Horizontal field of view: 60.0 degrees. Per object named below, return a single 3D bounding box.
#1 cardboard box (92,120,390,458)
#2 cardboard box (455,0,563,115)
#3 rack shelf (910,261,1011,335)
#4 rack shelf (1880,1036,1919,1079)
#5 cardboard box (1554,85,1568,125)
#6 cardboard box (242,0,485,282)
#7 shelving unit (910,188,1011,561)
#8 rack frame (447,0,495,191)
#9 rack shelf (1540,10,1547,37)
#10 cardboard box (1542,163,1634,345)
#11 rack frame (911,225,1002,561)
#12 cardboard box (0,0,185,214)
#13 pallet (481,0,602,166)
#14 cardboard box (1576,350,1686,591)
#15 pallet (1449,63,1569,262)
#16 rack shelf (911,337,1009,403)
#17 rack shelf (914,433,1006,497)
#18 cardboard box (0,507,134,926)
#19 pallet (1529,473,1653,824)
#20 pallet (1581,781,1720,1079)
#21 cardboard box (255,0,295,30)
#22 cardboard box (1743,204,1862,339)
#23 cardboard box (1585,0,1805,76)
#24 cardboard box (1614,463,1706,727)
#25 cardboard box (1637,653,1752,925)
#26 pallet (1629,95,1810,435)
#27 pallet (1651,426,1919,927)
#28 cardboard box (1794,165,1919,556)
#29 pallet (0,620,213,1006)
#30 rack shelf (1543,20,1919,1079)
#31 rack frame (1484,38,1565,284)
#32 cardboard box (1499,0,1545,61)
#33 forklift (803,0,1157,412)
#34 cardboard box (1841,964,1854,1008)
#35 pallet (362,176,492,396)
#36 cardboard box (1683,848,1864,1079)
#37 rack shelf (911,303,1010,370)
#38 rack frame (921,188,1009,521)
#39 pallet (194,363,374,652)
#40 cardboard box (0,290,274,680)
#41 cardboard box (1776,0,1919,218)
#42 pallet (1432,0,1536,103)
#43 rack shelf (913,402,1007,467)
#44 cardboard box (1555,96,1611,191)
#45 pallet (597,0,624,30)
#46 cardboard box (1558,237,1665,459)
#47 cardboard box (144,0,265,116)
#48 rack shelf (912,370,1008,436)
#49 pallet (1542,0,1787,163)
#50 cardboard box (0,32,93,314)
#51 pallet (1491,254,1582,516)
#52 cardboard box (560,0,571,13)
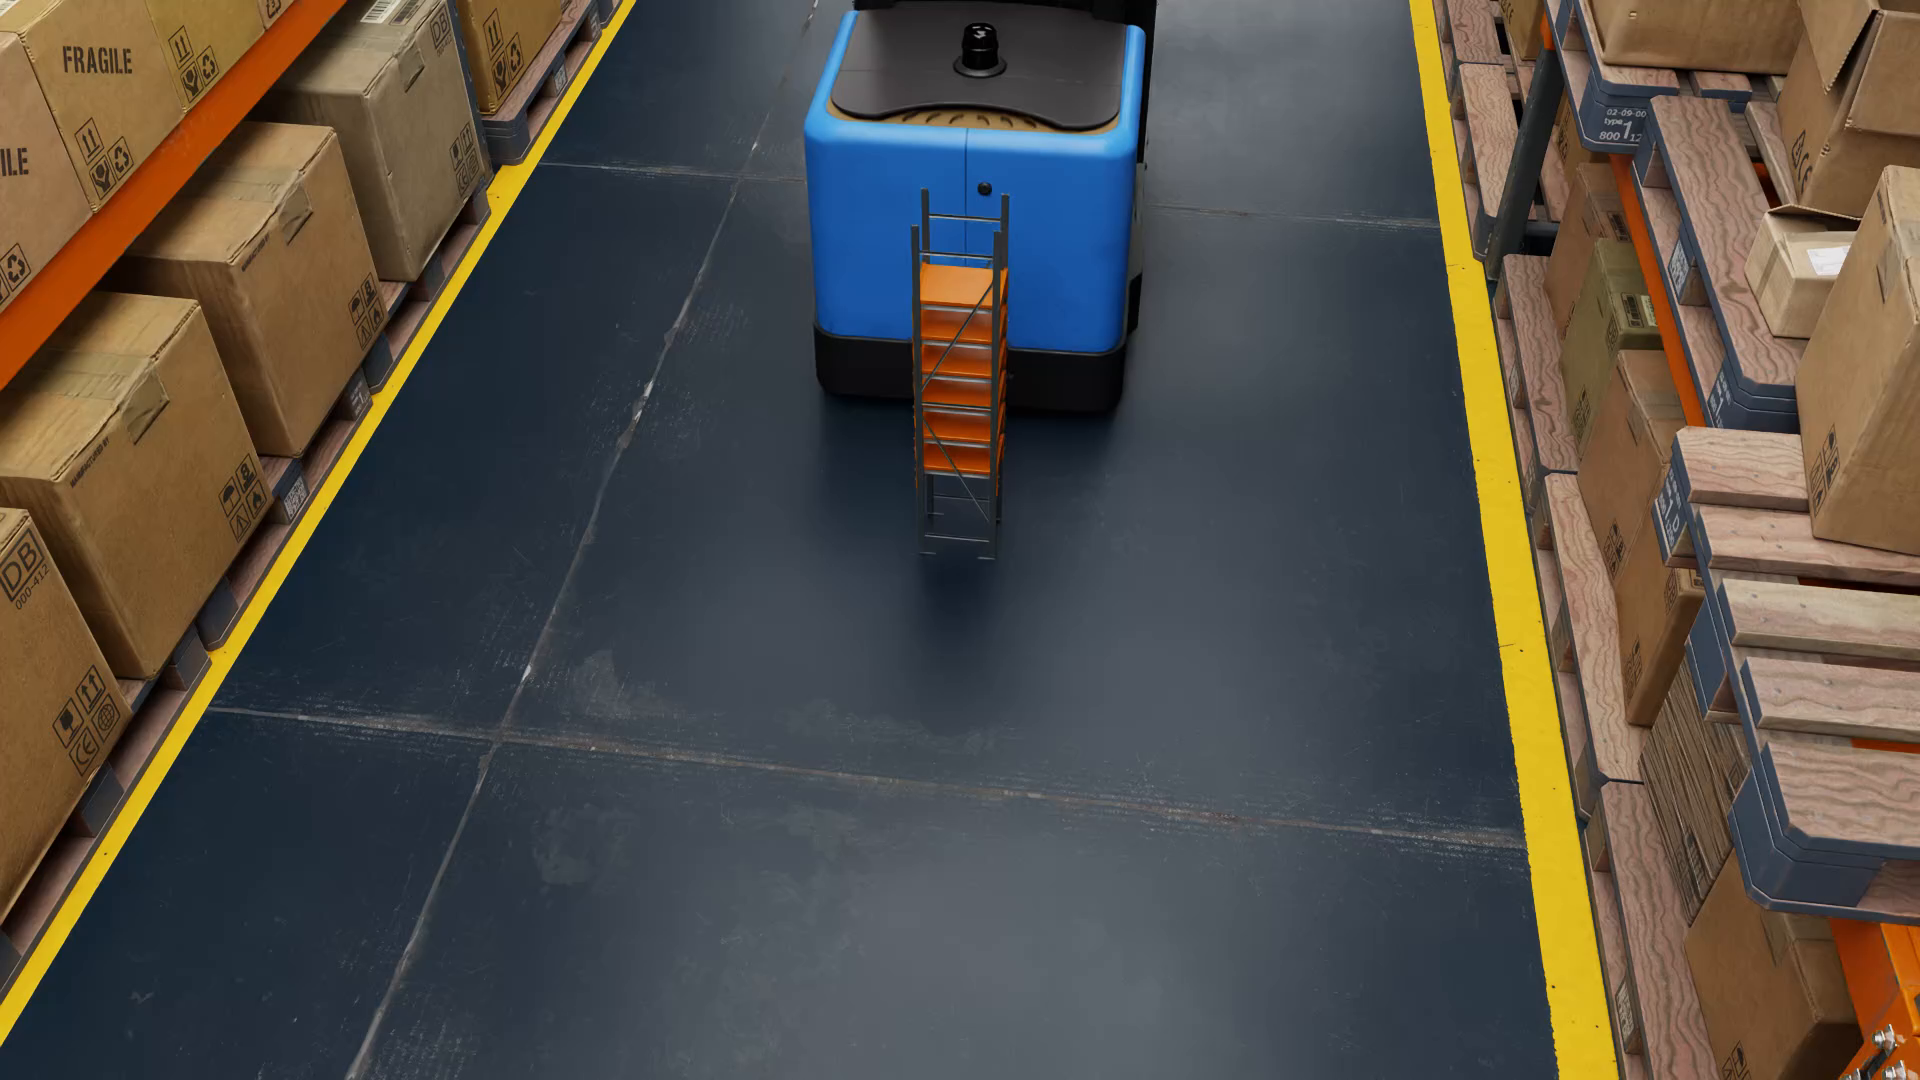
[{"bbox_3d":[-2.535,-0.825,5.270,1.050,0.750,0.750,5,44,6],"label":"cardboard box"},{"bbox_3d":[-2.258,-2.381,6.822,0.875,0.875,0.875,6,44,6],"label":"cardboard box"},{"bbox_3d":[0.002,-0.675,4.631,0.258,0.103,0.180,5,44,6],"label":"rack shelf"},{"bbox_3d":[1.699,2.293,1.170,1.077,0.370,4.000,5,44,6],"label":"rack shelf"},{"bbox_3d":[2.653,-1.962,6.653,0.500,0.500,0.500,19,46,19],"label":"cardboard box"},{"bbox_3d":[-2.403,-1.482,5.964,1.050,0.750,0.750,5,44,5],"label":"cardboard box"},{"bbox_3d":[0.002,-0.446,4.848,0.258,1.200,0.189,5,44,6],"label":"shelving unit"},{"bbox_3d":[-2.410,-2.577,5.790,1.000,3.000,0.127,5,44,6],"label":"rack frame"},{"bbox_3d":[2.757,-3.159,6.928,1.077,0.370,4.000,5,44,6],"label":"rack shelf"},{"bbox_3d":[2.390,-0.893,5.510,0.700,0.500,0.500,2,43,2],"label":"cardboard box"},{"bbox_3d":[-0.010,-0.383,4.782,0.240,1.200,0.006,5,44,6],"label":"rack frame"},{"bbox_3d":[-2.413,-1.199,4.262,0.500,0.500,0.500,5,44,5],"label":"cardboard box"},{"bbox_3d":[-2.232,-2.076,7.289,1.003,0.211,1.213,5,44,6],"label":"pallet"},{"bbox_3d":[2.235,-0.188,4.765,0.700,0.500,0.500,2,43,2],"label":"cardboard box"},{"bbox_3d":[2.546,-1.506,6.687,1.003,0.211,1.213,5,44,6],"label":"pallet"},{"bbox_3d":[0.002,-0.500,4.796,0.258,0.103,0.180,5,44,6],"label":"rack shelf"},{"bbox_3d":[0.002,-0.239,5.043,0.258,0.103,0.180,5,44,6],"label":"rack shelf"},{"bbox_3d":[-2.770,0.406,3.970,1.050,0.750,0.750,5,44,5],"label":"cardboard box"},{"bbox_3d":[2.232,0.320,4.759,1.003,0.211,1.213,5,44,6],"label":"pallet"},{"bbox_3d":[2.069,1.149,3.883,1.003,0.211,1.213,5,44,6],"label":"pallet"},{"bbox_3d":[-2.281,-1.889,4.991,0.500,0.500,0.500,5,44,5],"label":"cardboard box"},{"bbox_3d":[1.917,-0.596,3.490,0.396,0.266,0.258,4,44,4],"label":"cardboard box"},{"bbox_3d":[2.249,-1.899,4.332,1.000,1.000,1.000,6,44,6],"label":"cardboard box"},{"bbox_3d":[2.161,0.192,4.364,0.700,0.500,0.500,9,44,9],"label":"cardboard box"},{"bbox_3d":[2.093,0.579,3.955,0.700,0.500,0.500,2,43,2],"label":"cardboard box"},{"bbox_3d":[2.185,-0.615,3.857,1.003,0.211,1.213,5,44,6],"label":"pallet"},{"bbox_3d":[1.952,0.243,2.951,1.213,0.211,1.003,5,44,6],"label":"pallet"},{"bbox_3d":[1.970,-0.281,2.987,0.700,0.500,0.500,11,45,12],"label":"cardboard box"},{"bbox_3d":[-2.760,0.631,4.430,1.003,0.211,1.213,5,44,6],"label":"pallet"},{"bbox_3d":[2.228,-0.433,4.049,1.077,0.370,4.000,5,44,6],"label":"rack shelf"},{"bbox_3d":[2.493,-2.058,5.241,1.000,3.000,0.127,5,44,6],"label":"rack frame"},{"bbox_3d":[2.658,-2.393,7.108,0.500,0.500,0.500,2,43,2],"label":"cardboard box"},{"bbox_3d":[0.190,-2.509,5.768,1.130,2.935,3.031,5,44,5],"label":"forklift"},{"bbox_3d":[2.023,0.685,3.298,0.500,0.250,0.500,7,44,7],"label":"cardboard box"},{"bbox_3d":[-2.438,-1.032,6.186,1.003,0.211,1.213,5,44,6],"label":"pallet"},{"bbox_3d":[2.033,0.958,3.555,0.700,0.500,0.500,3,44,3],"label":"cardboard box"},{"bbox_3d":[0.002,-0.588,4.713,0.258,0.103,0.180,5,44,6],"label":"rack shelf"},{"bbox_3d":[0.014,-0.508,4.914,0.240,1.200,0.006,5,44,6],"label":"rack frame"},{"bbox_3d":[-2.597,-0.198,5.306,1.003,0.211,1.213,5,44,6],"label":"pallet"},{"bbox_3d":[-2.657,-0.190,4.600,1.050,0.750,0.750,6,44,6],"label":"cardboard box"},{"bbox_3d":[2.355,-1.058,3.805,0.797,0.503,0.637,9,44,10],"label":"cardboard box"},{"bbox_3d":[2.705,-2.340,7.568,1.003,0.211,1.213,5,44,6],"label":"pallet"},{"bbox_3d":[0.002,-0.326,4.961,0.258,0.103,0.180,5,44,6],"label":"rack shelf"},{"bbox_3d":[2.585,-1.571,6.241,0.500,0.500,0.500,4,44,4],"label":"cardboard box"},{"bbox_3d":[-2.074,-2.910,8.169,1.003,0.211,1.213,5,44,6],"label":"pallet"},{"bbox_3d":[2.308,-0.570,5.168,0.700,0.500,0.500,5,44,5],"label":"cardboard box"},{"bbox_3d":[-2.348,-1.545,4.627,0.500,0.500,0.500,6,44,6],"label":"cardboard box"},{"bbox_3d":[0.002,-0.413,4.878,0.258,0.103,0.180,5,44,6],"label":"rack shelf"},{"bbox_3d":[2.247,-1.480,4.771,1.003,0.211,1.213,5,44,6],"label":"pallet"},{"bbox_3d":[-2.481,-0.859,3.903,0.500,0.500,0.500,5,44,5],"label":"cardboard box"},{"bbox_3d":[2.391,-0.514,5.640,1.003,0.211,1.213,5,44,6],"label":"pallet"},{"bbox_3d":[-2.143,-2.995,7.472,0.875,0.875,0.875,6,44,6],"label":"cardboard box"}]
